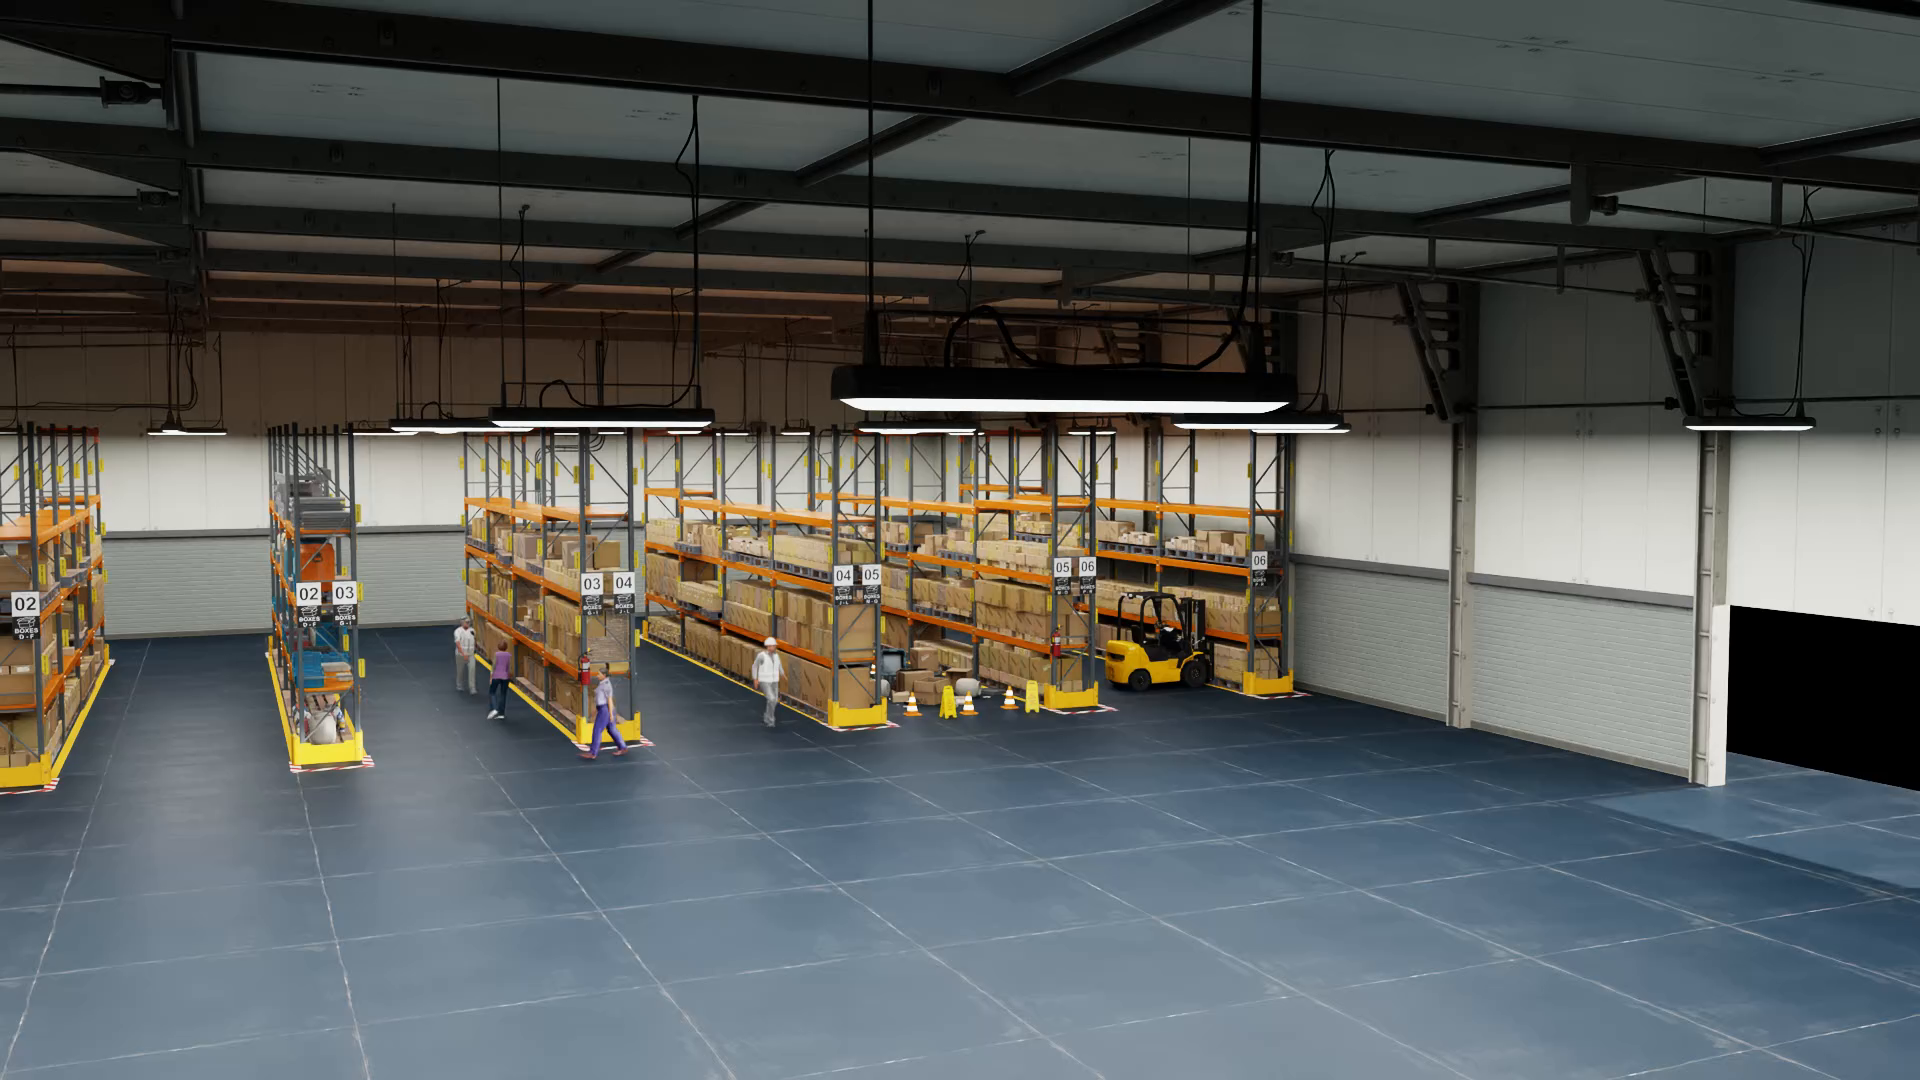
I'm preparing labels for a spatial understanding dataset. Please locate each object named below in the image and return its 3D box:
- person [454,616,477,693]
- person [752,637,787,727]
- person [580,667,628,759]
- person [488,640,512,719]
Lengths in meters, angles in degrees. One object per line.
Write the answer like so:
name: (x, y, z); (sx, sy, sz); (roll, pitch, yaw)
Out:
person: (-11.133, 2.564, 37.488); (0.509, 1.709, 0.961); (-2, 4, -34)
person: (-3.794, 2.866, 33.285); (0.624, 1.823, 0.650); (-3, 5, -44)
person: (-6.392, 3.091, 29.838); (0.843, 1.622, 0.507); (-1, 4, -10)
person: (-9.378, 2.843, 33.873); (0.510, 1.602, 0.367); (-2, 4, -24)
